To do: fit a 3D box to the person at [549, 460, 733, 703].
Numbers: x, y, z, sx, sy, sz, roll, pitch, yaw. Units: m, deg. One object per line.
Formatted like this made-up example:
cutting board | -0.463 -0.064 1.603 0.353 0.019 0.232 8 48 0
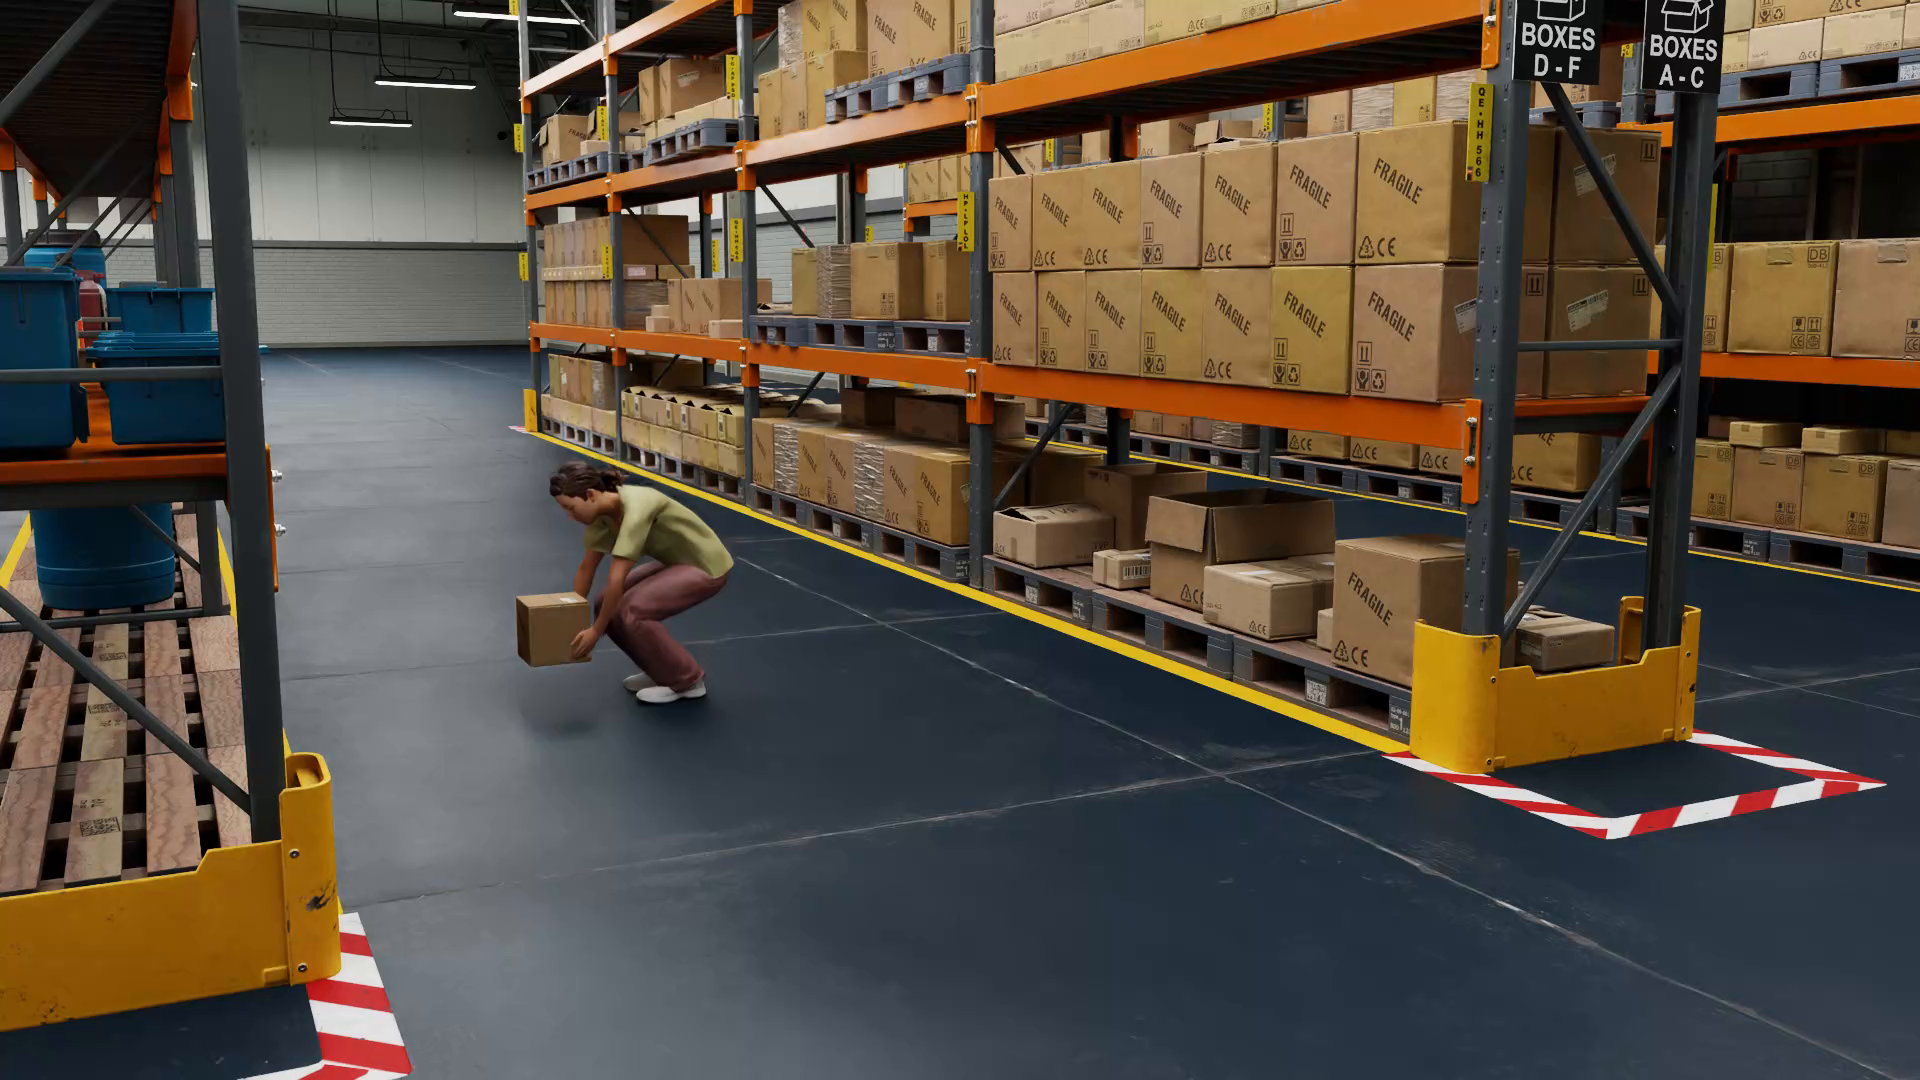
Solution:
person | -1.323 0.225 6.965 0.764 0.901 0.495 -4 10 -26
